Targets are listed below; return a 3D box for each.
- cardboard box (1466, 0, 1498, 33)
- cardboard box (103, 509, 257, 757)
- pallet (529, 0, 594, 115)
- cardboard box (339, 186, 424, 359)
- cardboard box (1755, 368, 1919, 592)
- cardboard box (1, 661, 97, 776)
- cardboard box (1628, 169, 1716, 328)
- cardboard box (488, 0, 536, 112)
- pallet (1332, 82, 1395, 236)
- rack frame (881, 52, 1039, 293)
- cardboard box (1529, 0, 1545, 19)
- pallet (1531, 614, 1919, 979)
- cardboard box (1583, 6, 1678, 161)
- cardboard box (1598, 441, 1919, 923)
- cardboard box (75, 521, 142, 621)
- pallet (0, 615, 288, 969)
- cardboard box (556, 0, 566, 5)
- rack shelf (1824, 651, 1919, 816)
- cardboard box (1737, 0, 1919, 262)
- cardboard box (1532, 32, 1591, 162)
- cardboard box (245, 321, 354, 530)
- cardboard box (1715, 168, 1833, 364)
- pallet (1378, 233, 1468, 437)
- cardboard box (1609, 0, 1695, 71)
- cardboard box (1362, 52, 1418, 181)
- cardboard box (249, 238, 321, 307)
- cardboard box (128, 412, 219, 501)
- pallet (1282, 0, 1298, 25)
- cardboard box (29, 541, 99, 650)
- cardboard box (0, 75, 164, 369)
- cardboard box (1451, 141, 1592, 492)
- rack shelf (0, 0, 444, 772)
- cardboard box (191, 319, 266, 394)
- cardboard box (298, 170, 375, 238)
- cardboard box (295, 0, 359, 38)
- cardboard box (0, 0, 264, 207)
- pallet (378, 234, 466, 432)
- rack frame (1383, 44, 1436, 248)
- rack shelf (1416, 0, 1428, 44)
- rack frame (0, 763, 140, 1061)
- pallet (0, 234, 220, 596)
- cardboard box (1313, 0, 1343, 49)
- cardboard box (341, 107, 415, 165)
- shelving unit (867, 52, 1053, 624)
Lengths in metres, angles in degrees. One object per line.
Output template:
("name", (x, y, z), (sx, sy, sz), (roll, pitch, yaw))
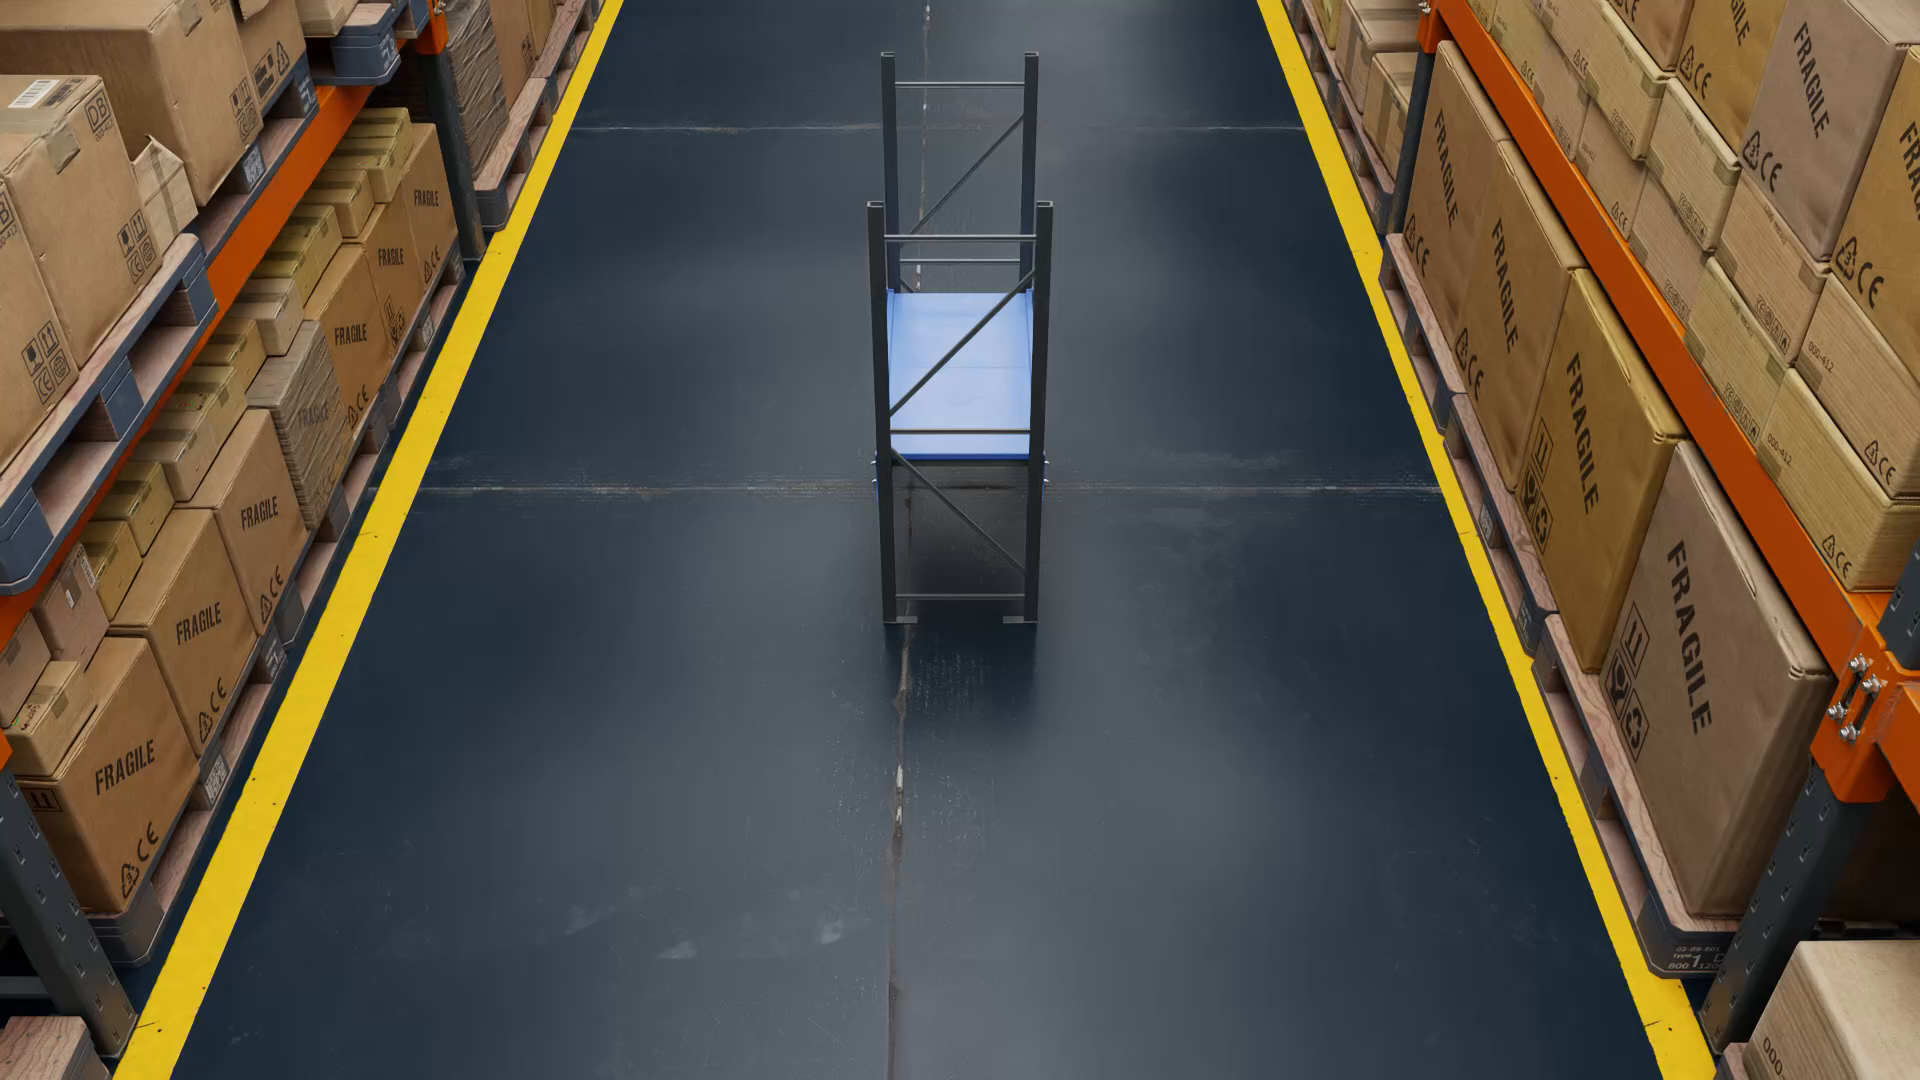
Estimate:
("cardboard box", (2.121, -2.057, 6.038), (0.500, 0.250, 0.500), (-1, 39, -1))
("cardboard box", (-2.373, 0.262, 4.688), (0.500, 0.500, 0.500), (-1, 39, -1))
("pallet", (-2.552, -2.603, 8.830), (1.003, 0.211, 1.213), (0, 39, 0))
("cardboard box", (-2.386, -1.027, 6.296), (0.500, 0.500, 0.500), (-1, 39, -1))
("cardboard box", (2.124, -0.142, 3.649), (0.500, 0.250, 0.500), (-1, 39, -1))
("cardboard box", (-2.321, 0.420, 3.972), (0.380, 0.149, 0.250), (2, 39, 2))
("cardboard box", (2.143, -0.776, 4.440), (0.500, 0.250, 0.500), (-1, 39, -1))
("cardboard box", (-2.587, -2.452, 7.974), (0.875, 0.625, 0.625), (1, 39, 1))
("pallet", (2.372, -1.822, 7.855), (1.003, 0.211, 1.213), (0, 39, 0))
("rack frame", (-0.001, -0.956, 5.744), (0.500, 1.500, 0.032), (0, 39, 0))
("cardboard box", (2.125, -1.918, 5.465), (0.500, 0.250, 0.500), (1, 39, 1))
("pallet", (2.300, 0.685, 4.726), (1.003, 0.211, 1.213), (0, 39, 0))
("cardboard box", (2.101, -1.289, 4.680), (0.500, 0.250, 0.500), (1, 39, 1))
("cardboard box", (2.296, 0.357, 4.269), (0.875, 0.875, 0.875), (1, 39, 1))
("cardboard box", (-2.411, 0.086, 4.389), (0.380, 0.149, 0.250), (-2, 39, -2))
("pallet", (-2.626, 0.665, 4.751), (1.003, 0.211, 1.213), (0, 39, 0))
("cardboard box", (-2.591, -3.343, 9.086), (0.875, 0.625, 0.625), (0, 39, 0))
("rack shelf", (2.379, 1.611, 1.916), (1.077, 0.370, 4.000), (0, 39, 0))
("cardboard box", (2.117, -0.952, 3.660), (0.500, 0.500, 0.500), (1, 39, 1))
("cardboard box", (2.134, -1.408, 5.228), (0.500, 0.250, 0.500), (1, 39, 1))
("cardboard box", (-2.364, -0.375, 5.482), (0.500, 0.500, 0.500), (-1, 39, -2))
("cardboard box", (2.125, -0.645, 3.876), (0.500, 0.250, 0.500), (1, 39, 1))
("pallet", (2.297, -0.840, 6.630), (1.003, 0.211, 1.213), (0, 39, 0))
("cardboard box", (2.120, -1.593, 4.460), (0.500, 0.500, 0.500), (1, 39, 1))
("cardboard box", (2.381, -1.913, 7.505), (0.950, 0.372, 0.625), (-2, 39, -3))
("cardboard box", (-2.395, -0.892, 5.609), (0.380, 0.149, 0.250), (-1, 39, -1))
("cardboard box", (-2.388, -0.242, 4.797), (0.380, 0.149, 0.250), (0, 39, 0))
("pallet", (2.370, -3.348, 9.759), (1.003, 0.211, 1.213), (0, 39, 0))
("cardboard box", (-2.370, 0.141, 4.082), (0.380, 0.149, 0.250), (-2, 39, -2))
("cardboard box", (-2.365, -0.744, 3.864), (0.700, 0.500, 0.500), (0, 39, 0))
("cardboard box", (2.286, -0.767, 5.671), (0.875, 0.875, 0.875), (0, 39, 1))
("rack shelf", (-2.589, -0.884, 5.030), (1.077, 0.370, 4.000), (0, 39, 0))
("cardboard box", (-2.415, -0.566, 5.202), (0.380, 0.149, 0.250), (0, 39, 0))
("cardboard box", (-2.350, -1.213, 6.010), (0.380, 0.149, 0.250), (-1, 39, -2))
("cardboard box", (-2.267, -1.862, 5.458), (0.500, 0.250, 0.500), (-2, 39, -2))
("cardboard box", (-2.366, -1.235, 4.476), (0.700, 0.500, 0.500), (0, 39, 0))
("pallet", (-2.629, -0.861, 6.655), (1.003, 0.211, 1.213), (0, 39, 0))
("rack frame", (2.372, -2.422, 6.373), (1.000, 3.000, 0.127), (0, 39, 0))
("rack shelf", (2.370, -3.392, 8.159), (1.077, 0.370, 4.000), (0, 39, 0))
("rack frame", (-2.587, 0.086, 3.244), (1.000, 3.000, 0.127), (0, 39, 0))
("pallet", (-2.479, -0.339, 3.928), (1.003, 0.211, 1.213), (0, 39, 0))
("cardboard box", (2.377, -2.849, 8.672), (0.950, 0.372, 0.625), (1, 39, 1))
("cardboard box", (-2.338, -1.549, 6.428), (0.380, 0.149, 0.250), (-2, 39, -2))
("shelving unit", (0.000, -0.639, 5.348), (0.538, 1.500, 1.048), (0, 39, 0))
